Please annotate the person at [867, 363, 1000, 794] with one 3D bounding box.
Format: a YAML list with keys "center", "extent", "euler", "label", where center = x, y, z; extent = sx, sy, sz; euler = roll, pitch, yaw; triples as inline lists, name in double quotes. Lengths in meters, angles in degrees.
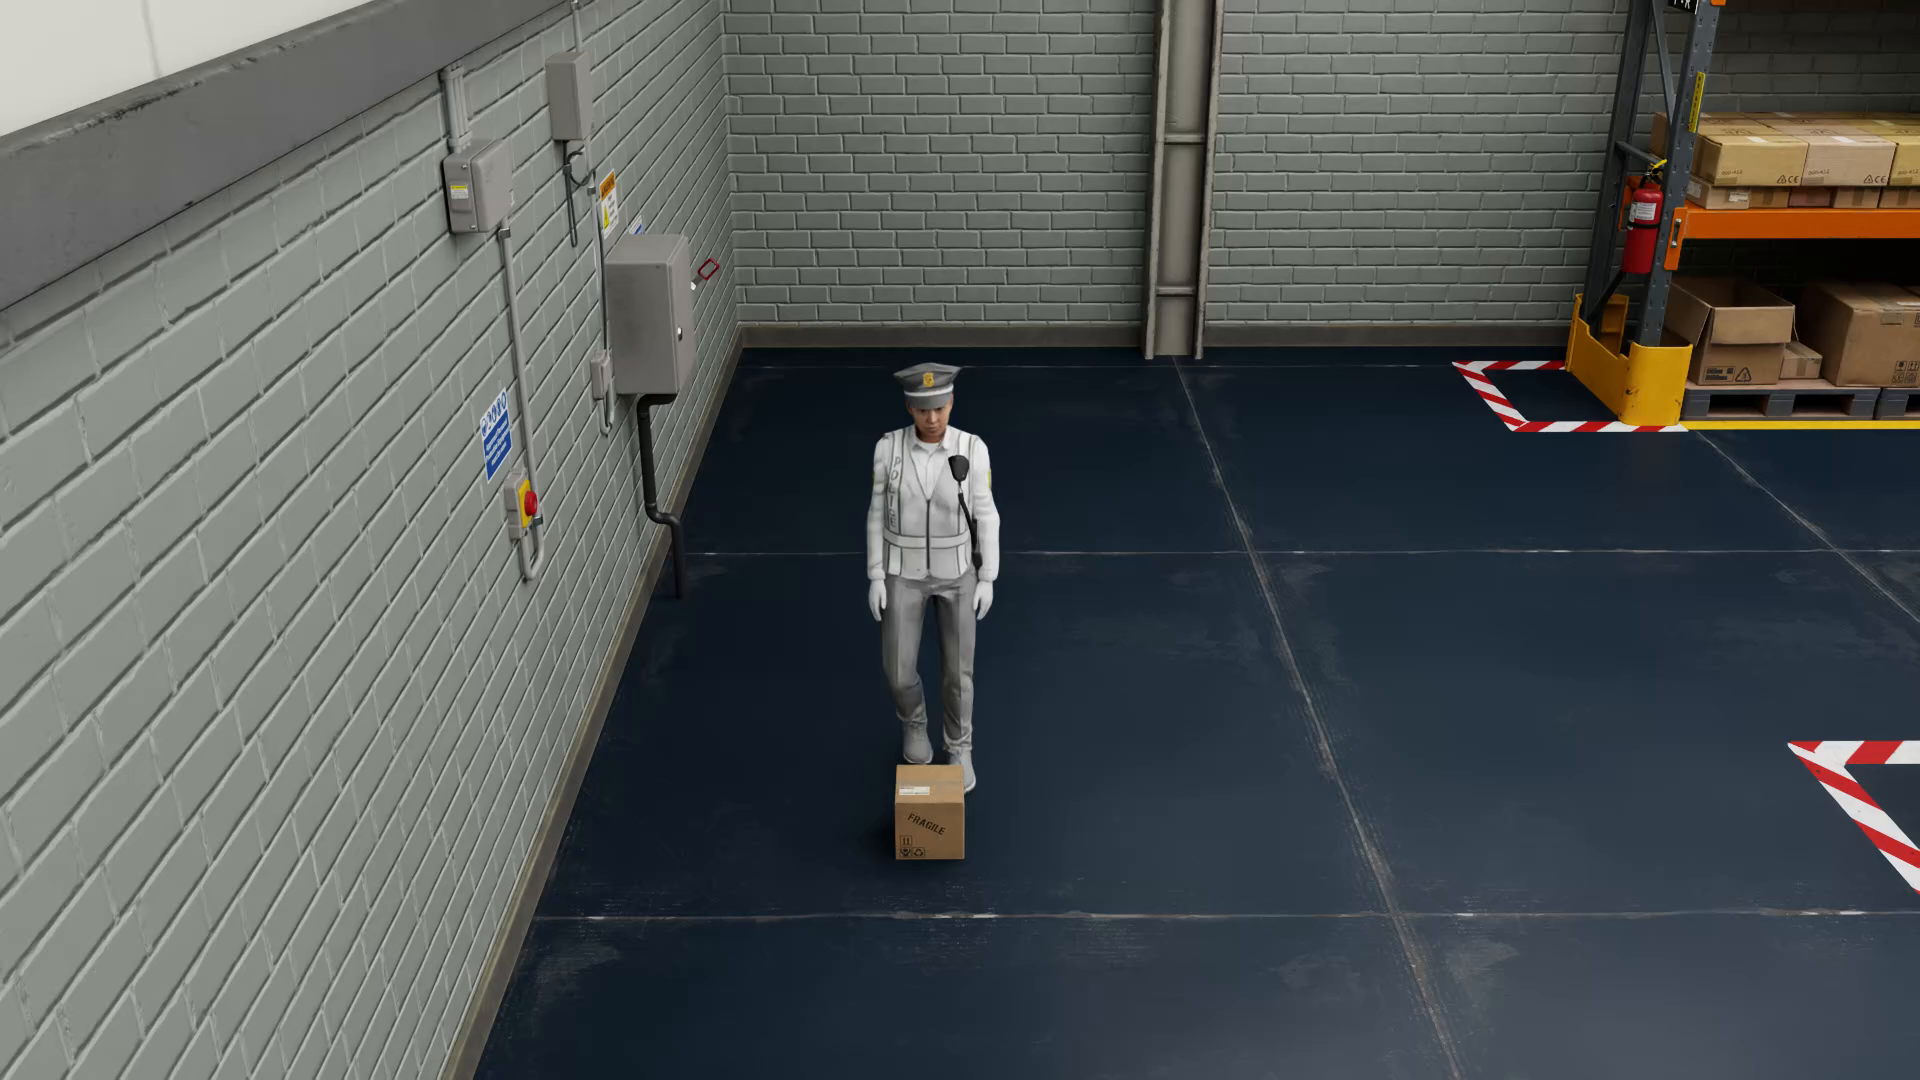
- center: [-0.100, 0.139, 6.251]
  extent: [0.493, 1.689, 0.401]
  euler: [0, 24, 0]
  label: "person"
